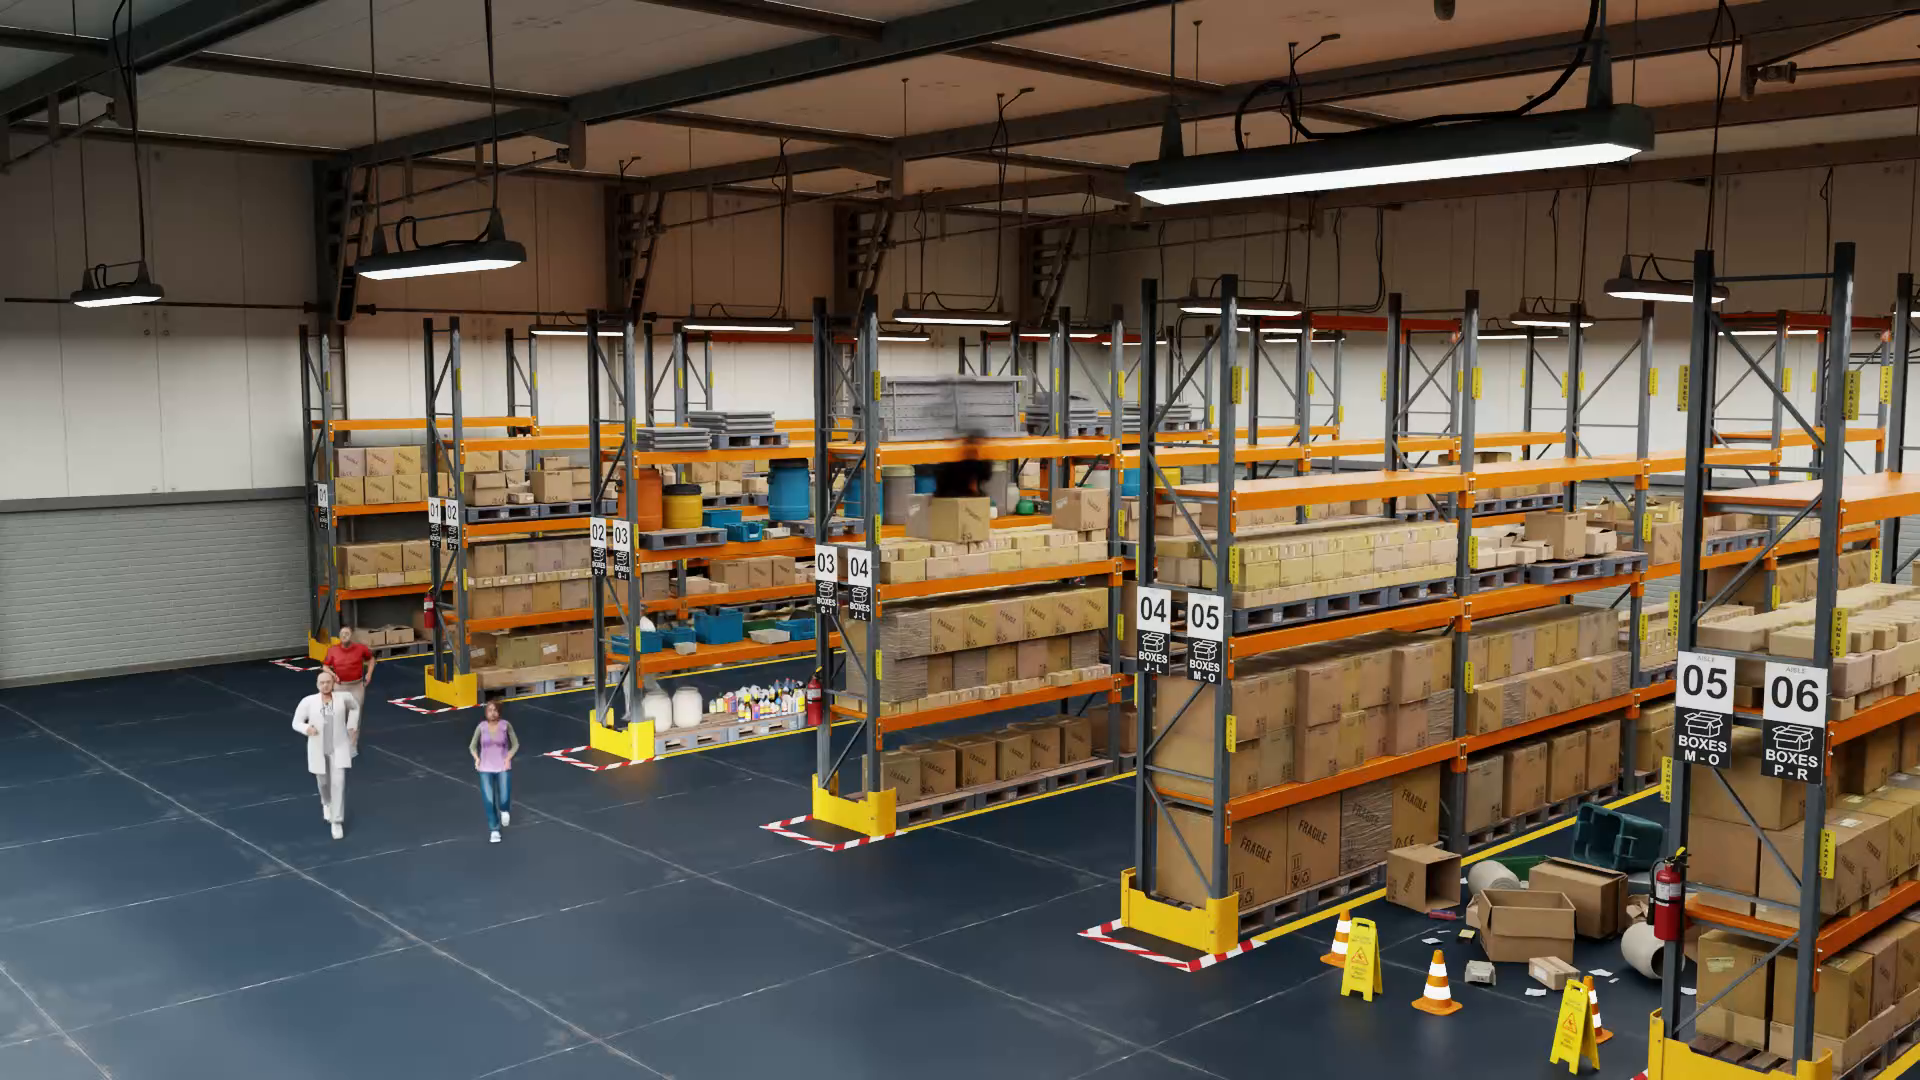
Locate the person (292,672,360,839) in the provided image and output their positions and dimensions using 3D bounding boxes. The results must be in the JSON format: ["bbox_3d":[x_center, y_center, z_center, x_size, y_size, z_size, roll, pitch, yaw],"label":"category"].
[{"bbox_3d":[-7.116,2.371,18.709,0.709,1.787,1.057,-2,6,-18],"label":"person"}]

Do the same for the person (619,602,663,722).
[{"bbox_3d":[-4.707,1.796,24.764,0.648,1.840,0.820,5,8,42],"label":"person"}]

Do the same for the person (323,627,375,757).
[{"bbox_3d":[-8.336,2.033,22.717,0.671,1.733,0.910,-2,6,-16],"label":"person"}]

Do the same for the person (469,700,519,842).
[{"bbox_3d":[-5.154,2.538,18.400,0.534,1.547,0.566,-1,6,-12],"label":"person"}]
